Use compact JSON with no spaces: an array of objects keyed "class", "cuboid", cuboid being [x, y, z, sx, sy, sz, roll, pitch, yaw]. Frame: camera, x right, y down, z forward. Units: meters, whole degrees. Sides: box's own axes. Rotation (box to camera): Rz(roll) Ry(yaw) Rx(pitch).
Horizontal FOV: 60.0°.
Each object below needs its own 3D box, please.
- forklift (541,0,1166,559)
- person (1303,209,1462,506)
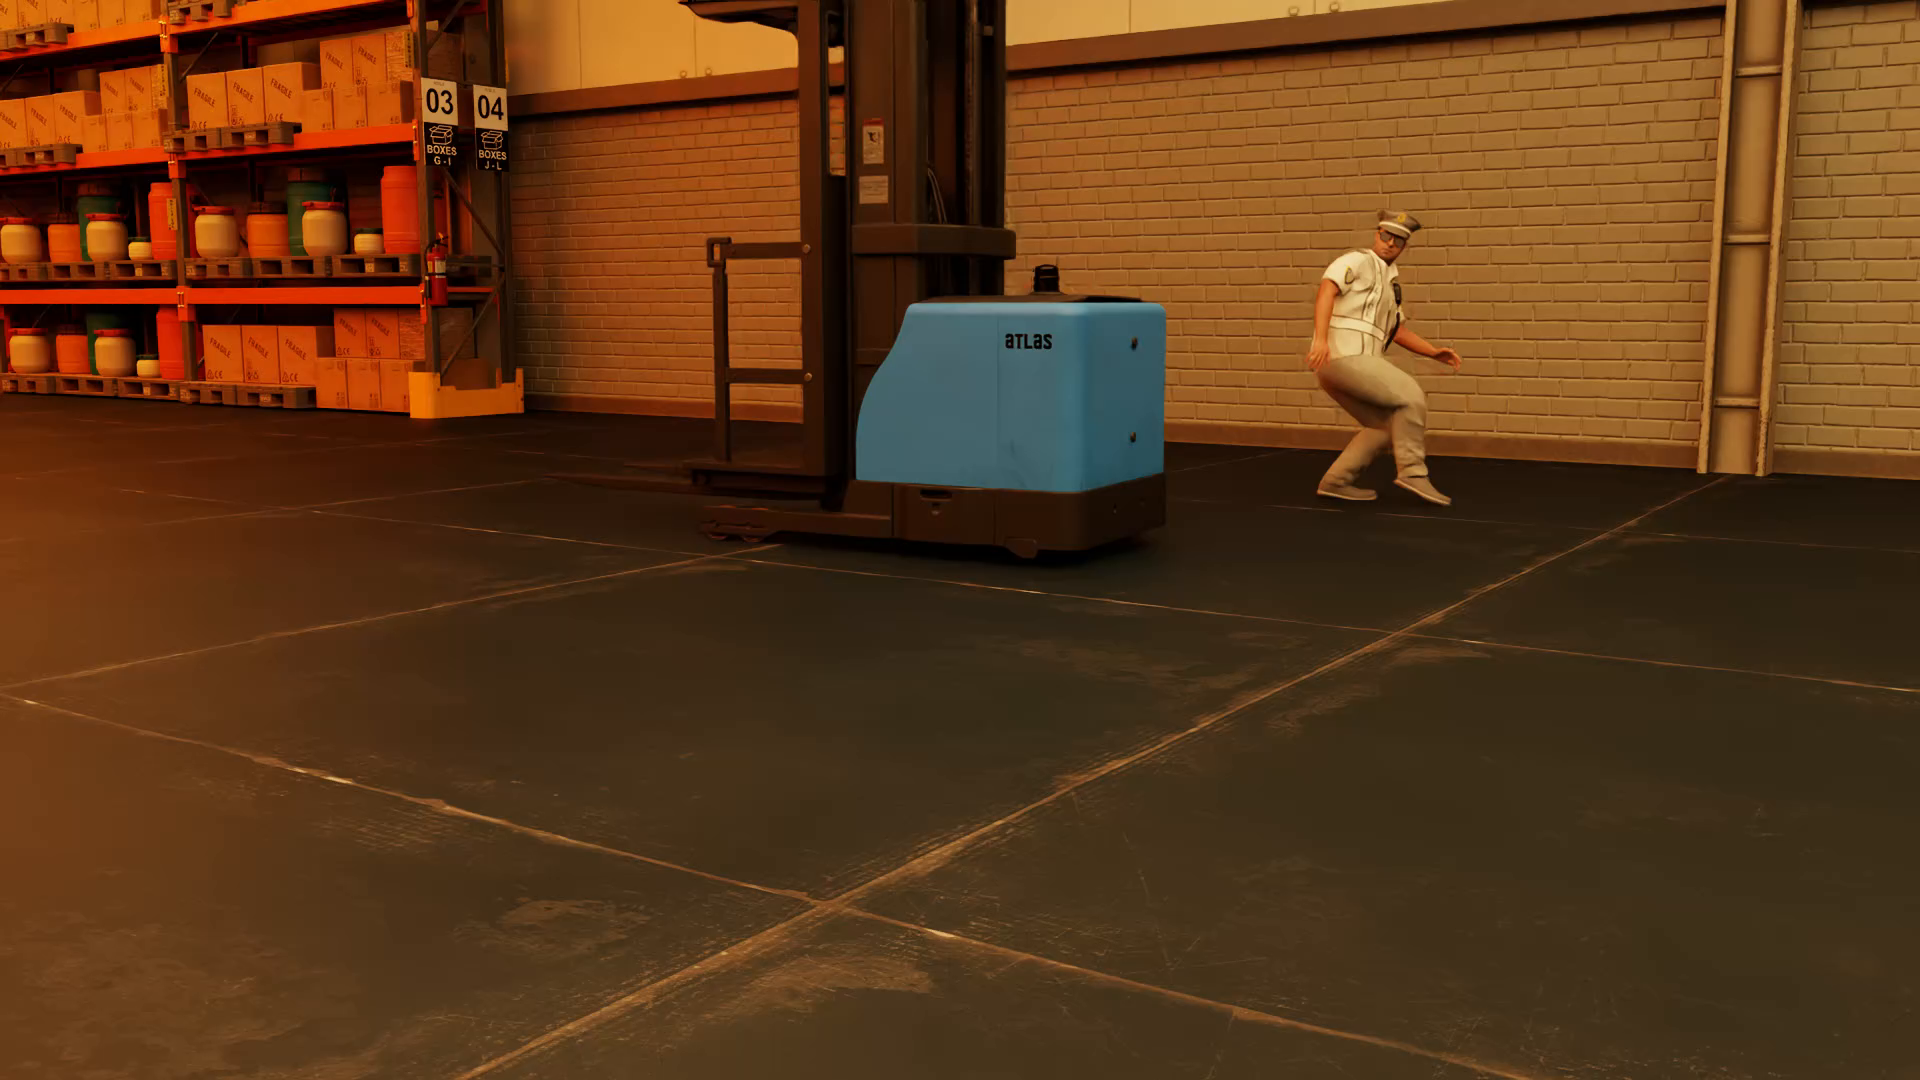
[{"class":"forklift","cuboid":[-0.606,-1.495,7.706,3.031,2.935,1.130,4,9,28]},{"class":"person","cuboid":[2.278,-0.971,8.916,0.791,1.584,0.774,3,8,18]}]
